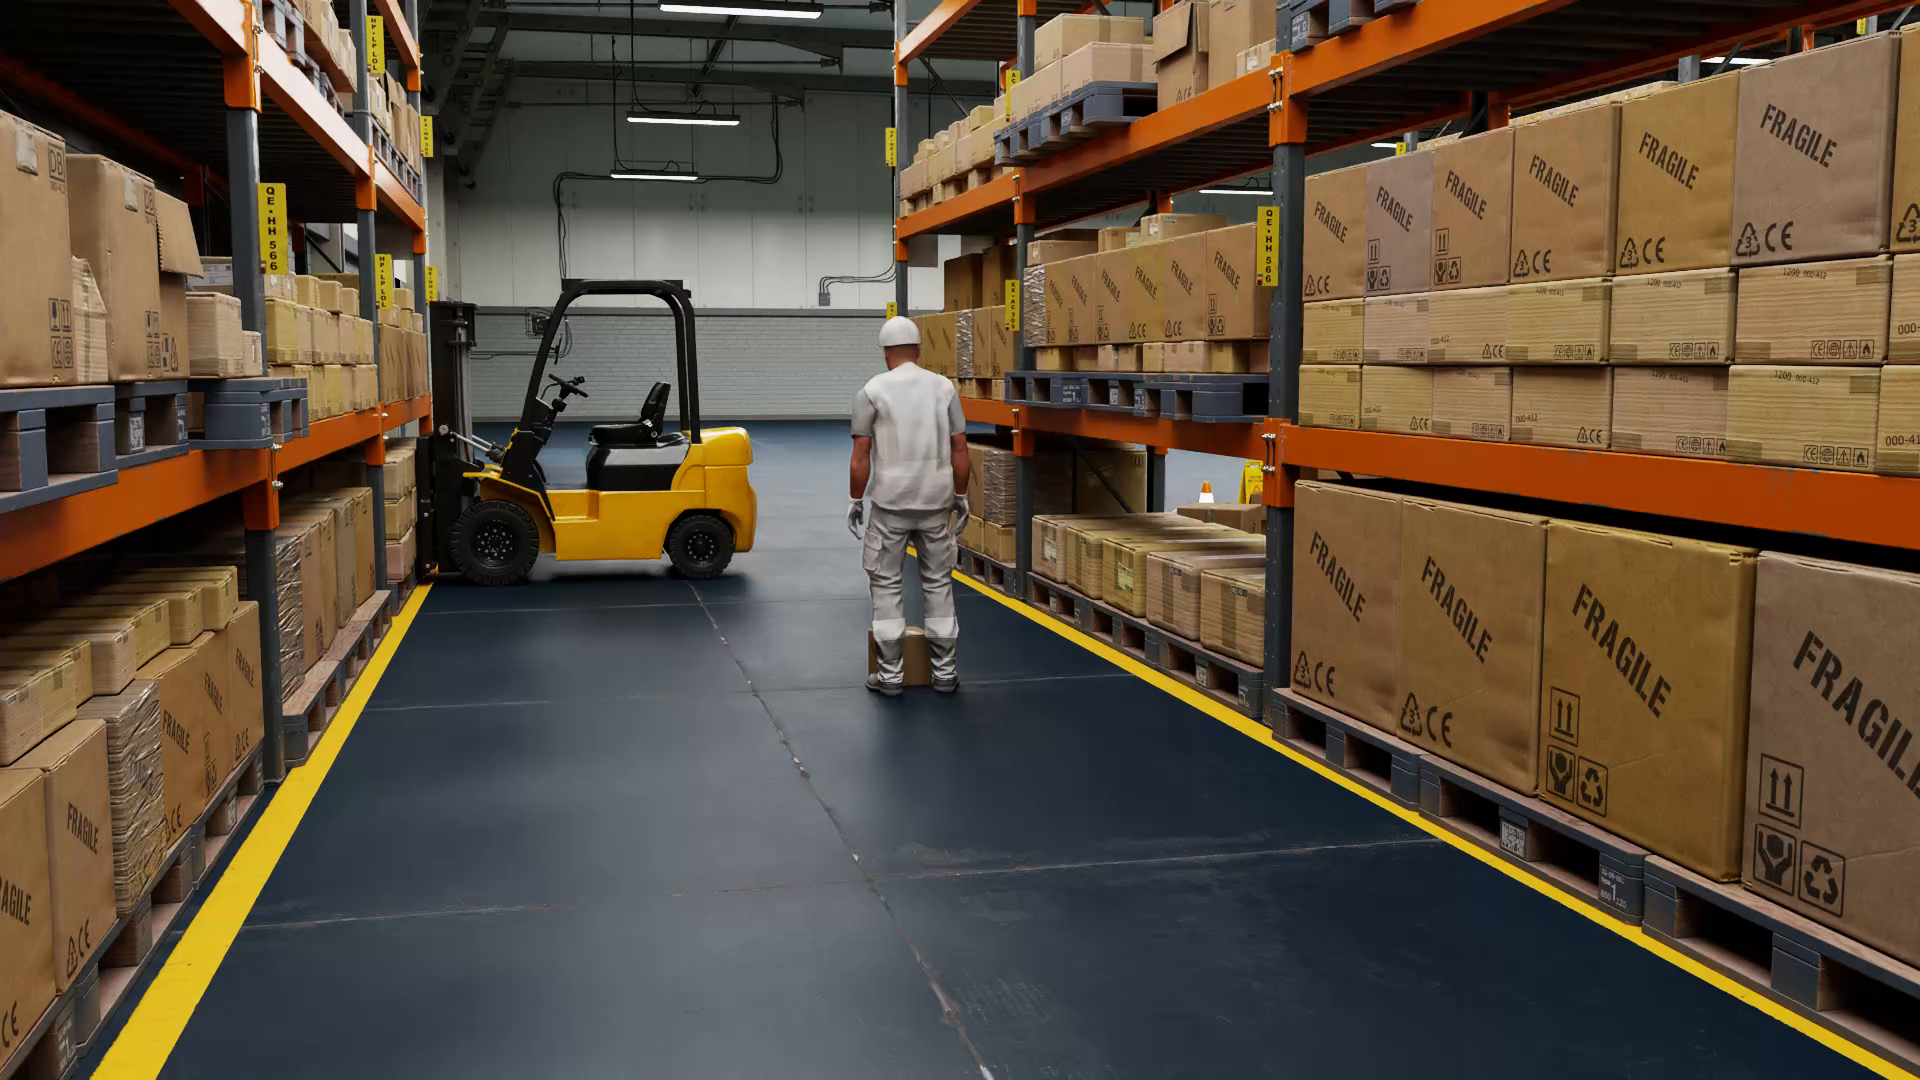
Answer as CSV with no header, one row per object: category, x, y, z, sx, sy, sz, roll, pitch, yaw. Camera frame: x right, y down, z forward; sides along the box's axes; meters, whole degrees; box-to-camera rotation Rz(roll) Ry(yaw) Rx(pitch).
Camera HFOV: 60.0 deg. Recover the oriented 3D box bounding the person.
person,-0.242,-0.163,7.861,0.609,1.779,0.449,-2,6,-16
